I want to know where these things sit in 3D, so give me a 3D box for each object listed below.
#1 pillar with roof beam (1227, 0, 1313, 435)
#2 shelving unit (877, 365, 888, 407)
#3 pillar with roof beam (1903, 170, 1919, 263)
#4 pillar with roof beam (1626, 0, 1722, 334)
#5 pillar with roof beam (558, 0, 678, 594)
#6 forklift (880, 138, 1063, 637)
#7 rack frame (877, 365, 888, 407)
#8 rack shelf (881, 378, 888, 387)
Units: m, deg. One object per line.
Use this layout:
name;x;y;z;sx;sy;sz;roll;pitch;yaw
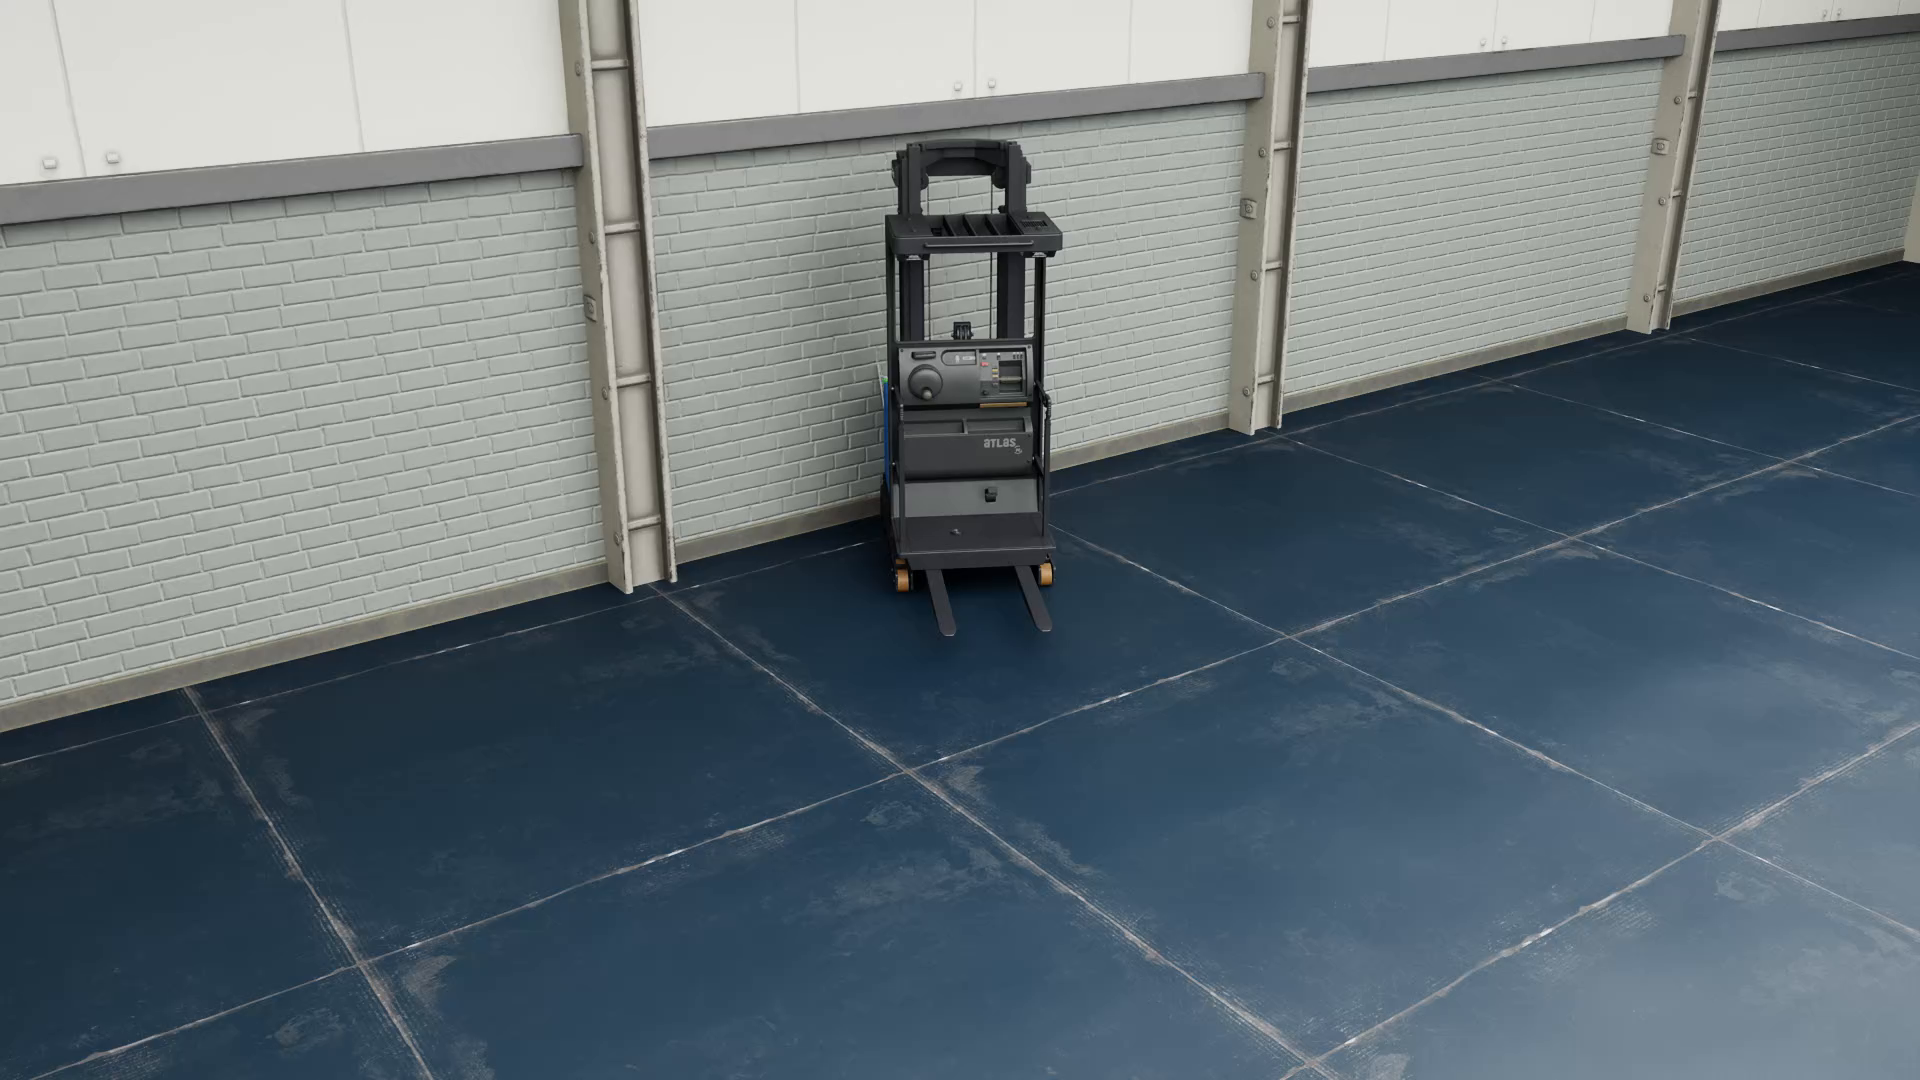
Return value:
pillar with roof beam;5.153;-3.900;10.028;0.400;9.000;9.100;-15;26;-33
shelving unit;-0.276;-0.821;12.753;0.503;1.200;0.258;-23;28;-30
pillar with roof beam;14.894;-6.497;16.537;0.400;9.000;9.100;-15;26;-33
pillar with roof beam;10.023;-5.199;13.282;0.400;9.000;9.100;-15;26;-33
pillar with roof beam;0.282;-2.601;6.773;0.400;9.000;9.100;-15;26;-33
forklift;0.068;-1.132;11.278;1.130;2.935;3.031;-2;22;-6
rack frame;-0.471;-0.740;12.630;0.015;1.200;0.240;-23;28;-30
rack shelf;-0.328;-1.198;12.586;0.480;0.148;0.258;-23;28;-30
